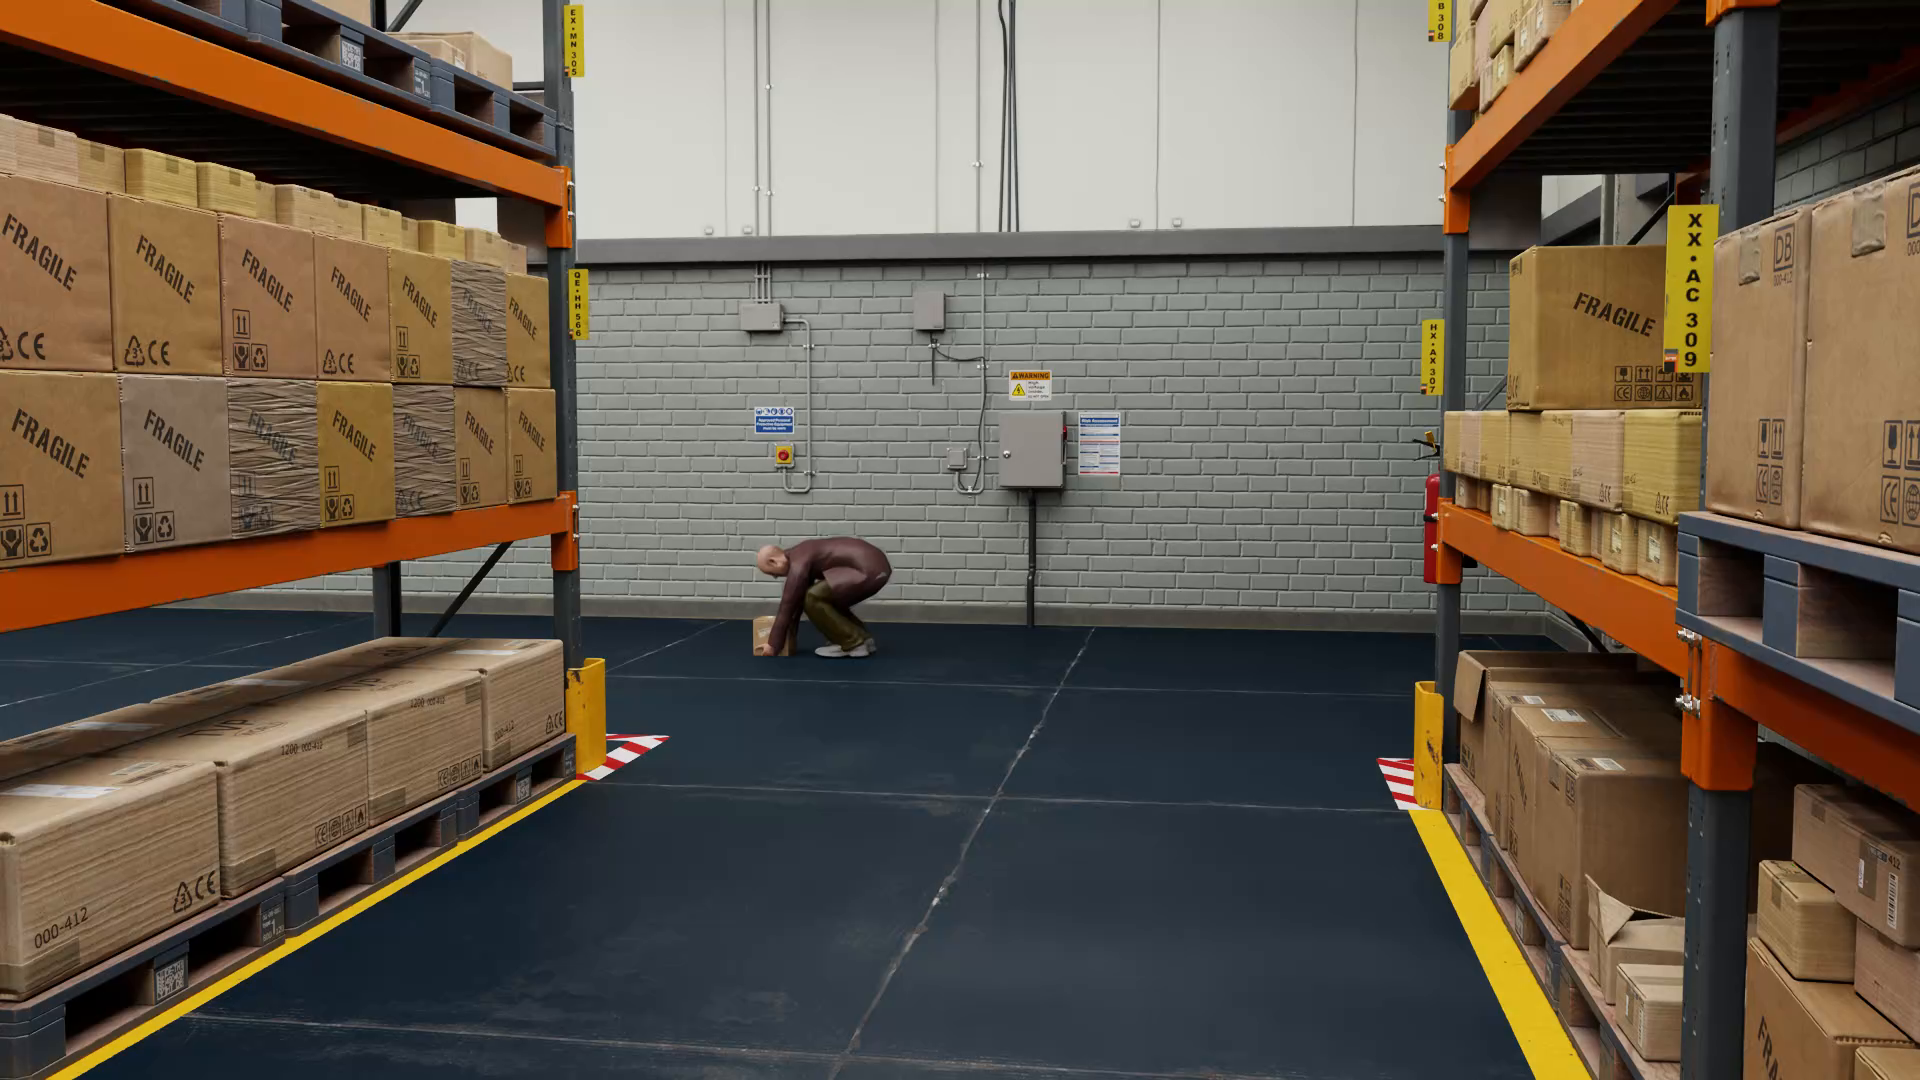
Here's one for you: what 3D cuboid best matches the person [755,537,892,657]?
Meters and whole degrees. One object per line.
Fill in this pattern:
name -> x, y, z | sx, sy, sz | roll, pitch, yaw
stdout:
person -> -0.953, 0.405, 11.670 | 0.952, 0.843, 0.584 | 1, 4, 7
